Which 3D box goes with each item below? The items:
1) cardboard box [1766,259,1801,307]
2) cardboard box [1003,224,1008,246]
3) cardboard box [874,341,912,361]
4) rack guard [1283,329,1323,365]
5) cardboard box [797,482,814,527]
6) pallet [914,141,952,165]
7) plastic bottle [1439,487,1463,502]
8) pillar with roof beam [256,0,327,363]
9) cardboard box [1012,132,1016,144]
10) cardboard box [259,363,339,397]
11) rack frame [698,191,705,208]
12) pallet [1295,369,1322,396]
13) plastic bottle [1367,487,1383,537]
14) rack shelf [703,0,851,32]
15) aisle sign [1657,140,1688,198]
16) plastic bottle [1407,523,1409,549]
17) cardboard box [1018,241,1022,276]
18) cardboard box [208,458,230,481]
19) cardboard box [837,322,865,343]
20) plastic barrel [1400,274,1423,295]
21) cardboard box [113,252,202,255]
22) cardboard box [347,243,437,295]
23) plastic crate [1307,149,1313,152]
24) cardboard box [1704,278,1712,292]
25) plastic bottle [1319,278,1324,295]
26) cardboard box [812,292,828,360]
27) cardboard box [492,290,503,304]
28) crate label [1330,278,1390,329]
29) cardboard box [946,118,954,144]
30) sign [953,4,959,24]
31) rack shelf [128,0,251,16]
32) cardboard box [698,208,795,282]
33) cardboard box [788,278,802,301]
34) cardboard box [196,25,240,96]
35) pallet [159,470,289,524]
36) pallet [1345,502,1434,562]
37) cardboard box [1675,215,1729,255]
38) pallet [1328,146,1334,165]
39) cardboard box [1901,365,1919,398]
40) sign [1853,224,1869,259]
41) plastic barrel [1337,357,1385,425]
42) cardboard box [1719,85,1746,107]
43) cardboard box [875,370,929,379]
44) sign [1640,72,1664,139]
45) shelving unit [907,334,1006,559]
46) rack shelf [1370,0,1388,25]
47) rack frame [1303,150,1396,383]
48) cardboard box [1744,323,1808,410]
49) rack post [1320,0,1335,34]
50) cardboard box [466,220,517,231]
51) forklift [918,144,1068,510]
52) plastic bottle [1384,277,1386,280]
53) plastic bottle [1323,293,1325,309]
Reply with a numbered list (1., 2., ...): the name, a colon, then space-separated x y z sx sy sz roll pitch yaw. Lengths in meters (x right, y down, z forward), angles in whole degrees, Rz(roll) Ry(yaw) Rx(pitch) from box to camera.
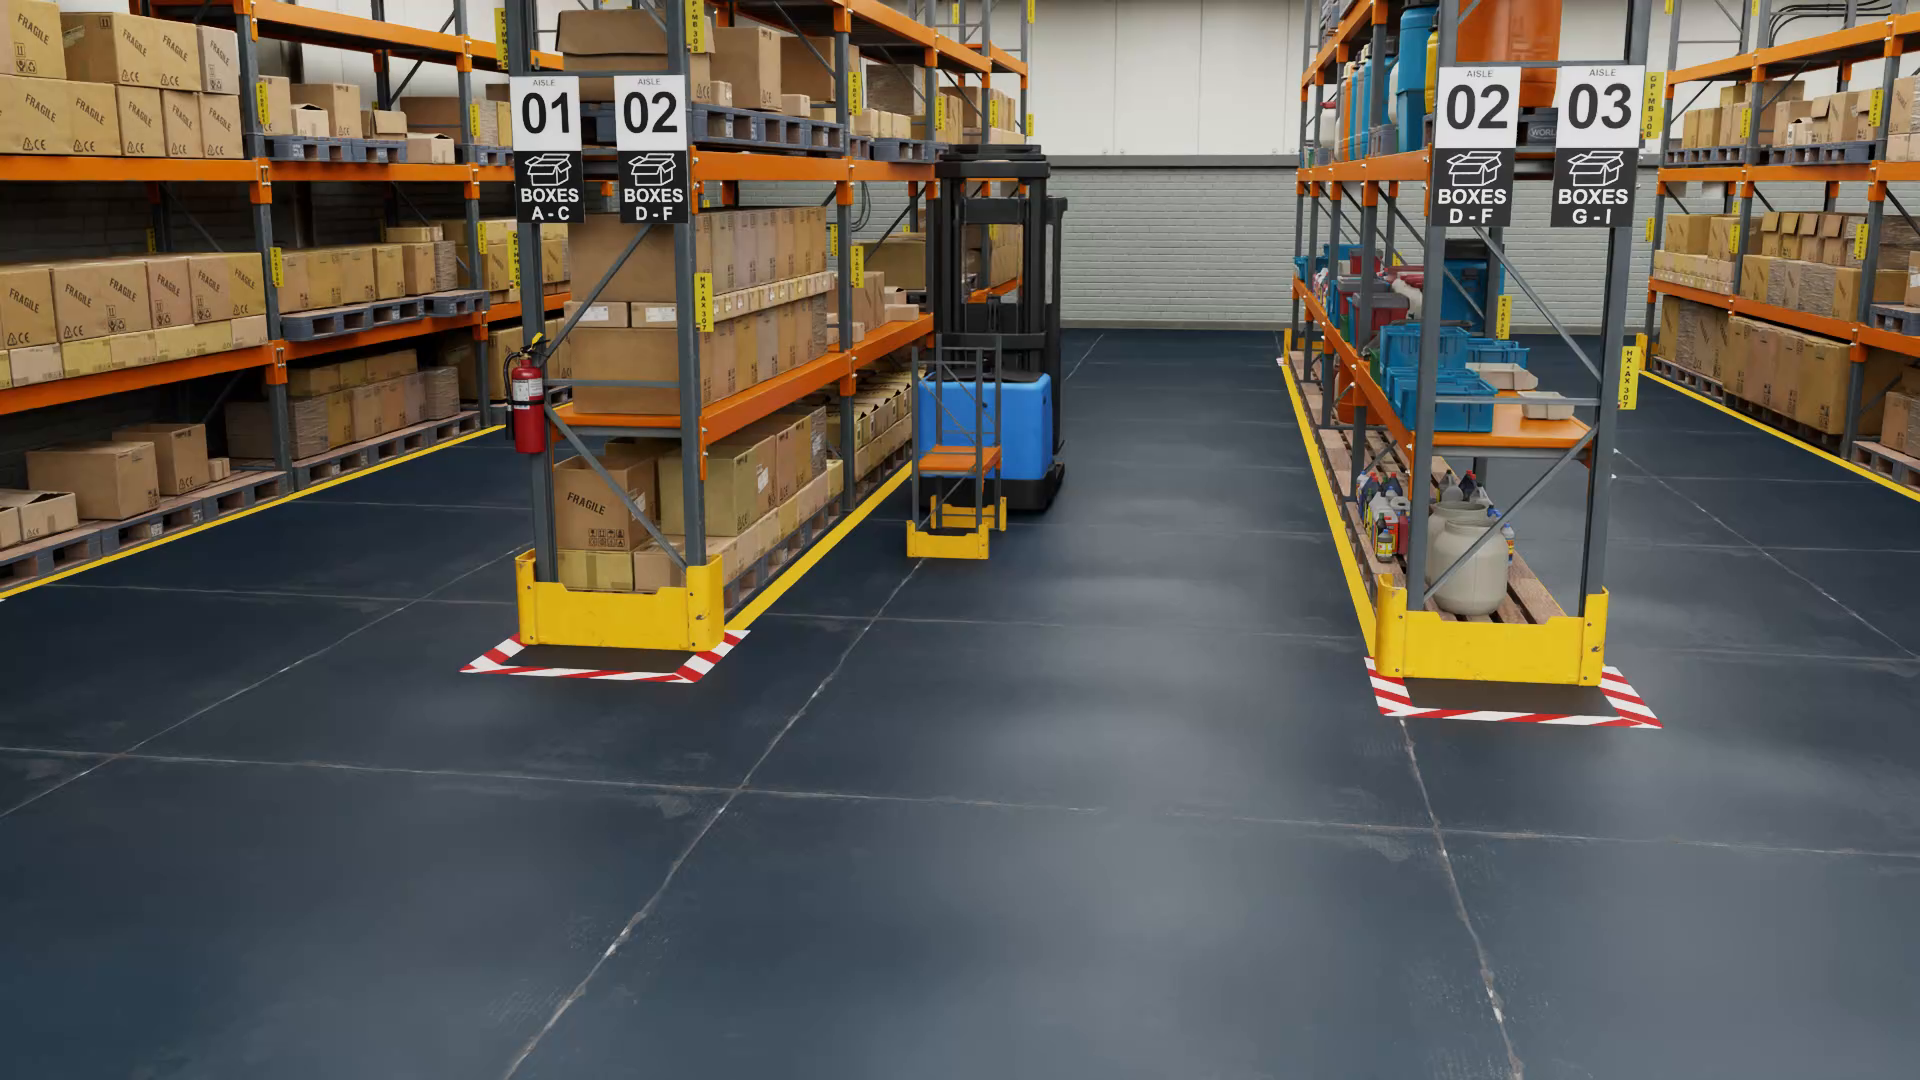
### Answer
1. cardboard box: 9.184 -2.813 18.189 0.500 0.500 0.500 2 12 7
2. cardboard box: 0.377 -4.223 22.360 0.500 0.500 0.500 2 12 7
3. cardboard box: -0.831 -2.124 18.336 0.500 0.250 0.500 2 12 11
4. rack guard: 5.368 -2.837 24.472 1.175 0.500 0.348 2 12 9
5. cardboard box: -1.367 -0.266 12.139 0.500 0.250 0.500 2 12 9
6. pallet: -0.763 -3.780 16.239 1.213 0.211 1.003 2 12 11
7. plastic bottle: 3.537 -0.256 11.980 0.152 0.276 0.135 2 12 9
8. pillar with roof beam: -2.444 -5.260 15.540 9.100 9.000 0.400 2 12 9
9. cardboard box: 0.499 -5.529 23.079 0.500 0.250 0.500 2 12 9
10. cardboard box: -6.097 -1.482 15.359 0.500 0.250 0.500 2 12 7
11. rack frame: -4.412 -4.375 25.673 1.000 3.000 0.127 2 12 9
12. pallet: 4.836 -2.012 21.329 1.003 0.211 1.213 2 12 9
13. plastic bottle: 2.903 -0.194 11.515 0.144 0.351 0.185 2 12 8
14. rack shelf: -1.670 -3.686 10.895 1.077 0.370 4.000 2 12 9
15. aisle sign: 9.986 -5.189 23.279 0.394 0.787 0.004 2 12 9
16. plastic bottle: 2.979 -0.047 11.189 0.097 0.201 0.097 0 12 0
17. cardboard box: 0.607 -4.054 23.946 0.500 0.500 0.500 2 12 9
18. cardboard box: -6.311 -0.594 13.813 0.380 0.166 0.250 0 12 1
19. cardboard box: -1.024 -1.772 14.192 0.380 0.149 0.250 2 12 9
20. plastic barrel: 4.074 -2.057 14.596 0.433 0.535 0.433 0 12 0
21. cardboard box: -6.537 -2.089 13.594 0.500 0.500 0.500 2 12 7
22. cardboard box: -5.764 -2.758 16.889 0.700 0.500 0.500 1 12 3
23. plastic crate: 4.586 -4.805 20.949 0.416 0.233 0.300 2 12 9
24. cardboard box: 9.497 -3.172 20.690 0.380 0.149 0.250 2 12 10
25. plastic bottle: 4.091 -2.810 18.717 0.097 0.271 0.097 0 12 0
26. cardboard box: -1.425 -1.673 12.900 0.700 0.500 0.500 2 12 7
27. cardboard box: -5.316 -2.710 18.495 0.380 0.149 0.250 2 12 9
28. crate label: 3.726 -2.208 15.533 0.502 0.435 0.616 2 12 9
29. cardboard box: -0.555 -4.371 18.299 0.910 0.500 0.500 2 12 9
30. sign: -0.053 -7.661 24.275 0.100 0.325 0.005 2 12 9
31. rack shelf: -6.565 -4.040 11.594 1.077 0.370 4.000 2 12 9
32. cardboard box: -1.579 -2.098 11.792 0.700 0.500 0.500 2 12 9
33. cardboard box: -1.351 -1.808 11.984 0.380 0.149 0.250 2 12 8
34. cardboard box: -6.067 -3.777 13.123 0.500 0.500 0.500 1 12 4
35. pallet: -6.326 -0.373 13.721 1.003 0.211 1.213 2 12 9
36. pallet: 3.387 -0.054 12.244 1.003 0.211 1.213 2 12 9
37. cardboard box: 9.780 -4.029 21.937 0.500 0.500 0.500 2 12 7
38. pallet: 4.566 -4.193 18.156 1.003 0.211 1.213 2 12 9
39. cardboard box: 8.967 -1.447 15.198 0.500 0.250 0.500 2 12 11
40. sign: 8.492 -2.811 15.670 0.100 0.325 0.005 2 12 9
41. plastic barrel: 4.205 -1.635 17.115 0.600 0.830 0.708 2 12 9
42. cardboard box: 9.950 -5.609 21.029 0.500 0.250 0.500 1 12 7
43. cardboard box: -0.585 -1.568 16.848 0.500 0.311 0.500 2 12 10
44. sign: 3.459 -2.175 8.325 0.100 0.325 0.005 2 12 9
45. shelving unit: -0.012 -0.717 12.262 0.587 1.500 1.083 2 12 9
46. rack shelf: 3.224 -3.525 10.146 1.077 0.370 4.000 2 12 9
47. rack frame: 4.762 -3.221 20.320 1.000 3.000 0.127 2 12 9
48. cardboard box: 9.440 -1.907 18.270 1.225 0.875 0.875 1 12 7
49. rack post: 4.601 -5.942 18.887 0.937 0.300 0.954 2 12 8
50. cardboard box: -5.236 -3.478 18.741 0.500 0.250 0.500 2 12 8
51. forklift: 0.349 -1.932 14.503 1.130 2.935 3.031 2 12 8
52. plastic bottle: 4.866 -2.859 18.933 0.152 0.276 0.135 2 12 9
53. plastic bottle: 3.948 -2.582 17.827 0.097 0.201 0.097 0 12 0
